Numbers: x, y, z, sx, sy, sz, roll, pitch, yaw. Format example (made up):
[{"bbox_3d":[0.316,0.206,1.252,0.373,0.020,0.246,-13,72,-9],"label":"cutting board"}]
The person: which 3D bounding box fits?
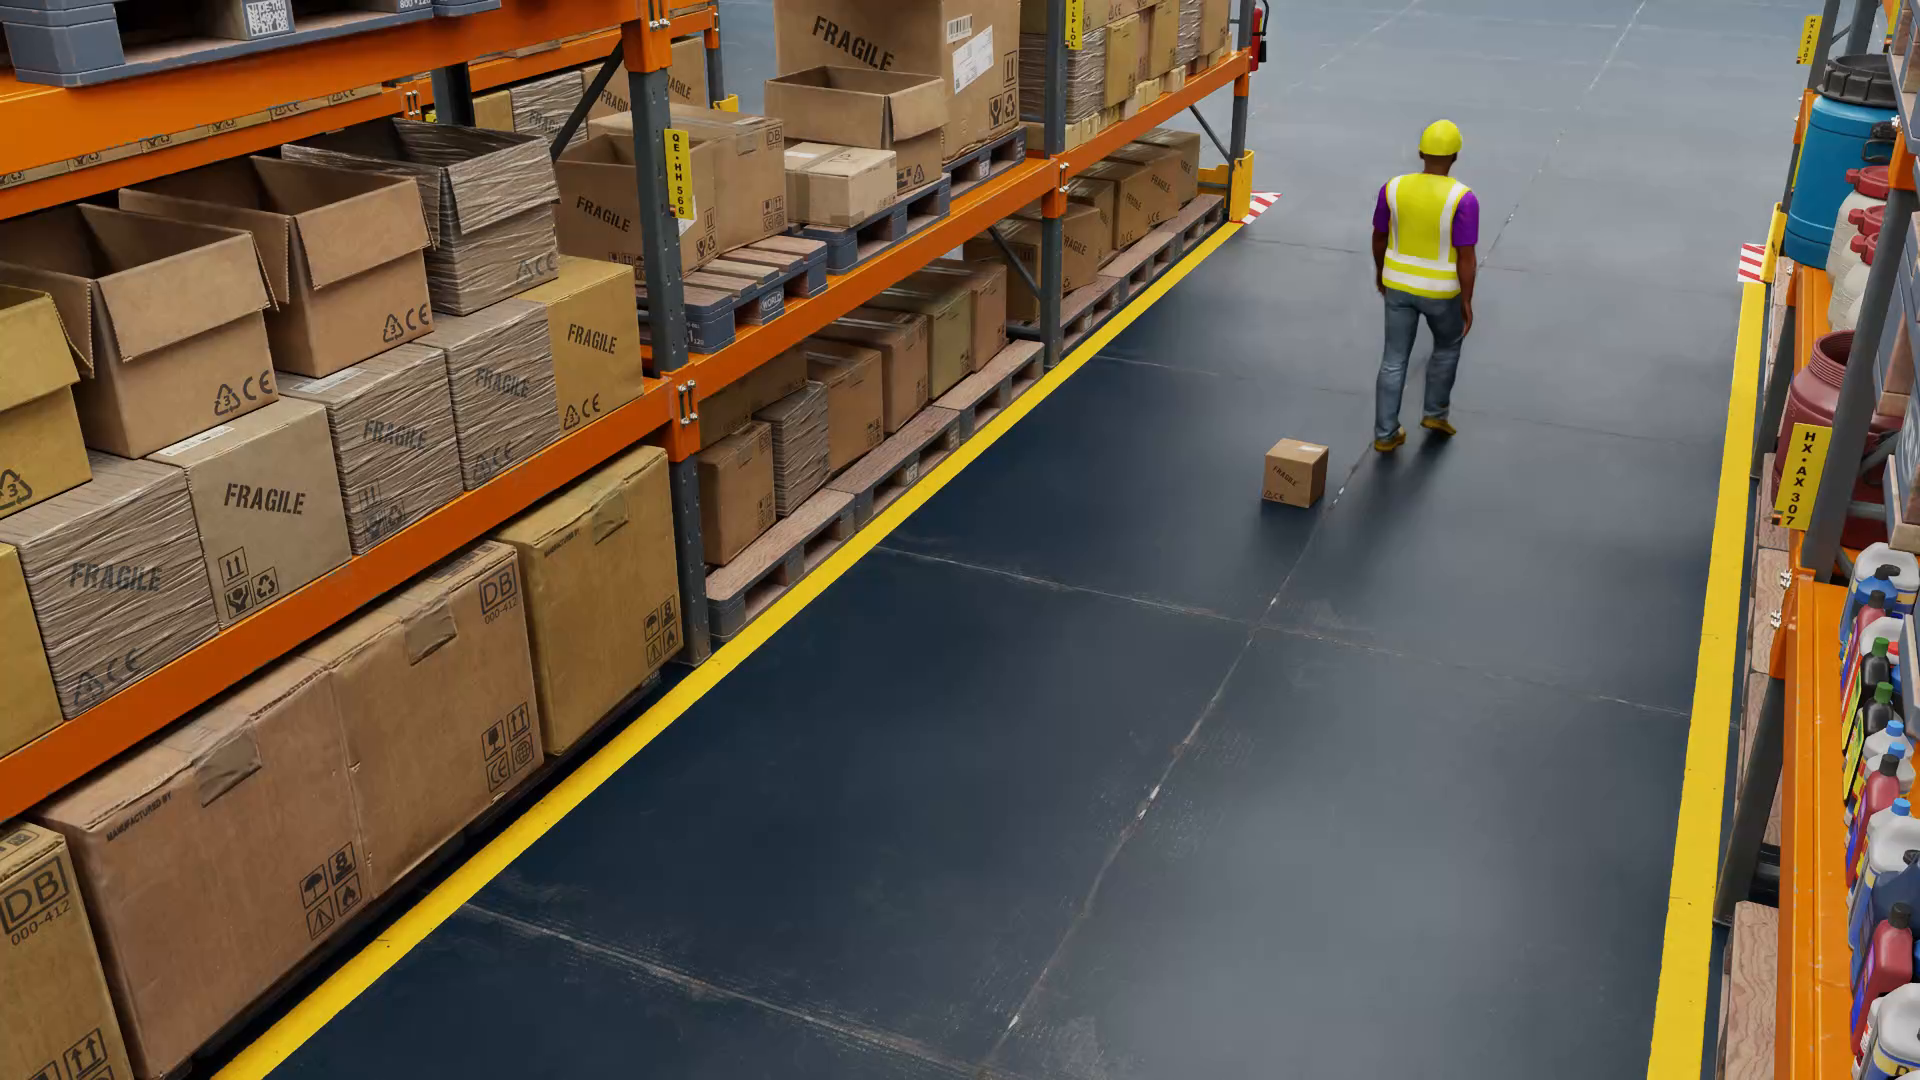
[{"bbox_3d":[2.475,-1.326,8.835,0.627,1.817,0.687,15,30,28],"label":"person"}]
